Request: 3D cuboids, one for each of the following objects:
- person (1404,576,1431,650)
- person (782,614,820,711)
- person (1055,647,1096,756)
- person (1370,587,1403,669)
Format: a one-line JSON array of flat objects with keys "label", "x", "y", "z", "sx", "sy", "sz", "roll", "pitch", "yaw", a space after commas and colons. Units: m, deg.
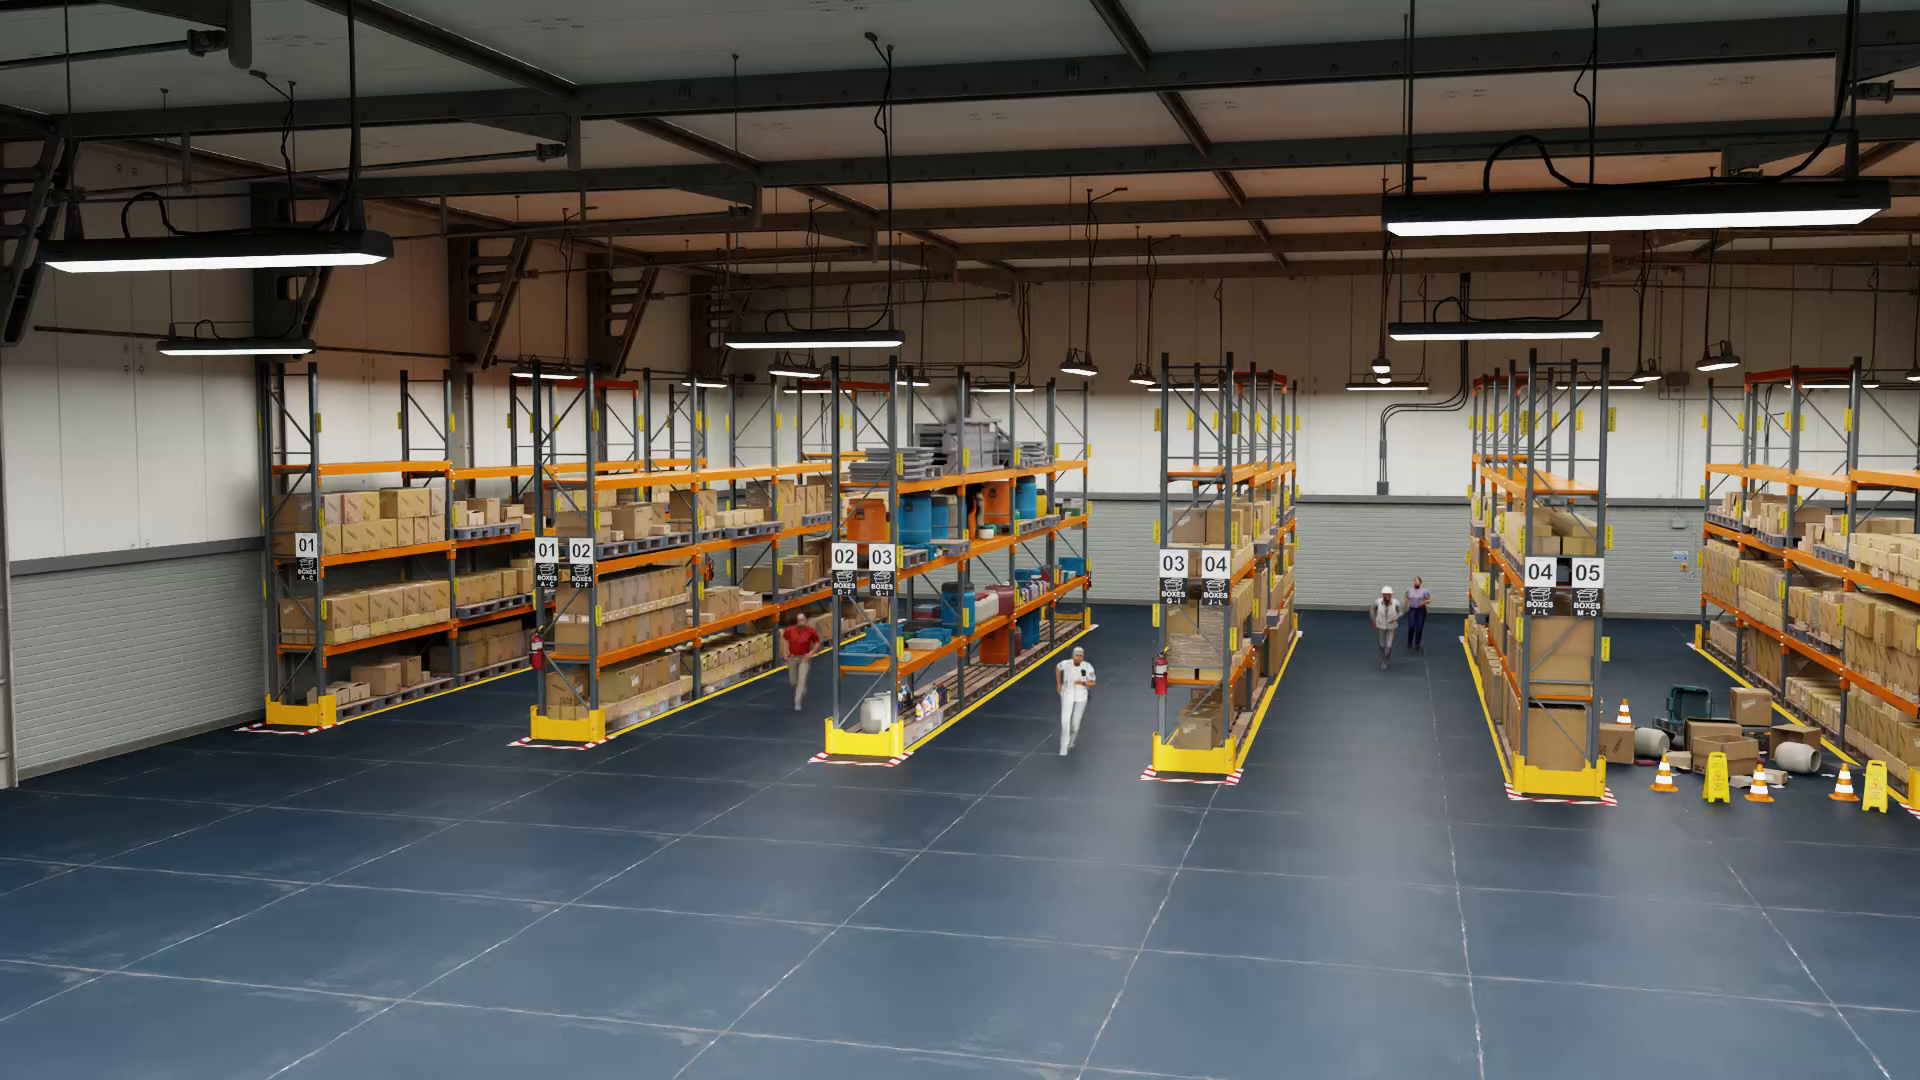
[{"label": "person", "x": 10.072, "y": 1.620, "z": 36.621, "sx": 0.580, "sy": 1.637, "sz": 0.638, "roll": 1, "pitch": 4, "yaw": 17}, {"label": "person", "x": -2.797, "y": 2.129, "z": 29.310, "sx": 0.683, "sy": 1.708, "sz": 0.784, "roll": 0, "pitch": 4, "yaw": 6}, {"label": "person", "x": 1.747, "y": 2.449, "z": 25.210, "sx": 0.597, "sy": 1.718, "sz": 0.799, "roll": 0, "pitch": 4, "yaw": 2}, {"label": "person", "x": 8.703, "y": 1.783, "z": 33.953, "sx": 0.649, "sy": 1.706, "sz": 0.739, "roll": 1, "pitch": 4, "yaw": 11}]
